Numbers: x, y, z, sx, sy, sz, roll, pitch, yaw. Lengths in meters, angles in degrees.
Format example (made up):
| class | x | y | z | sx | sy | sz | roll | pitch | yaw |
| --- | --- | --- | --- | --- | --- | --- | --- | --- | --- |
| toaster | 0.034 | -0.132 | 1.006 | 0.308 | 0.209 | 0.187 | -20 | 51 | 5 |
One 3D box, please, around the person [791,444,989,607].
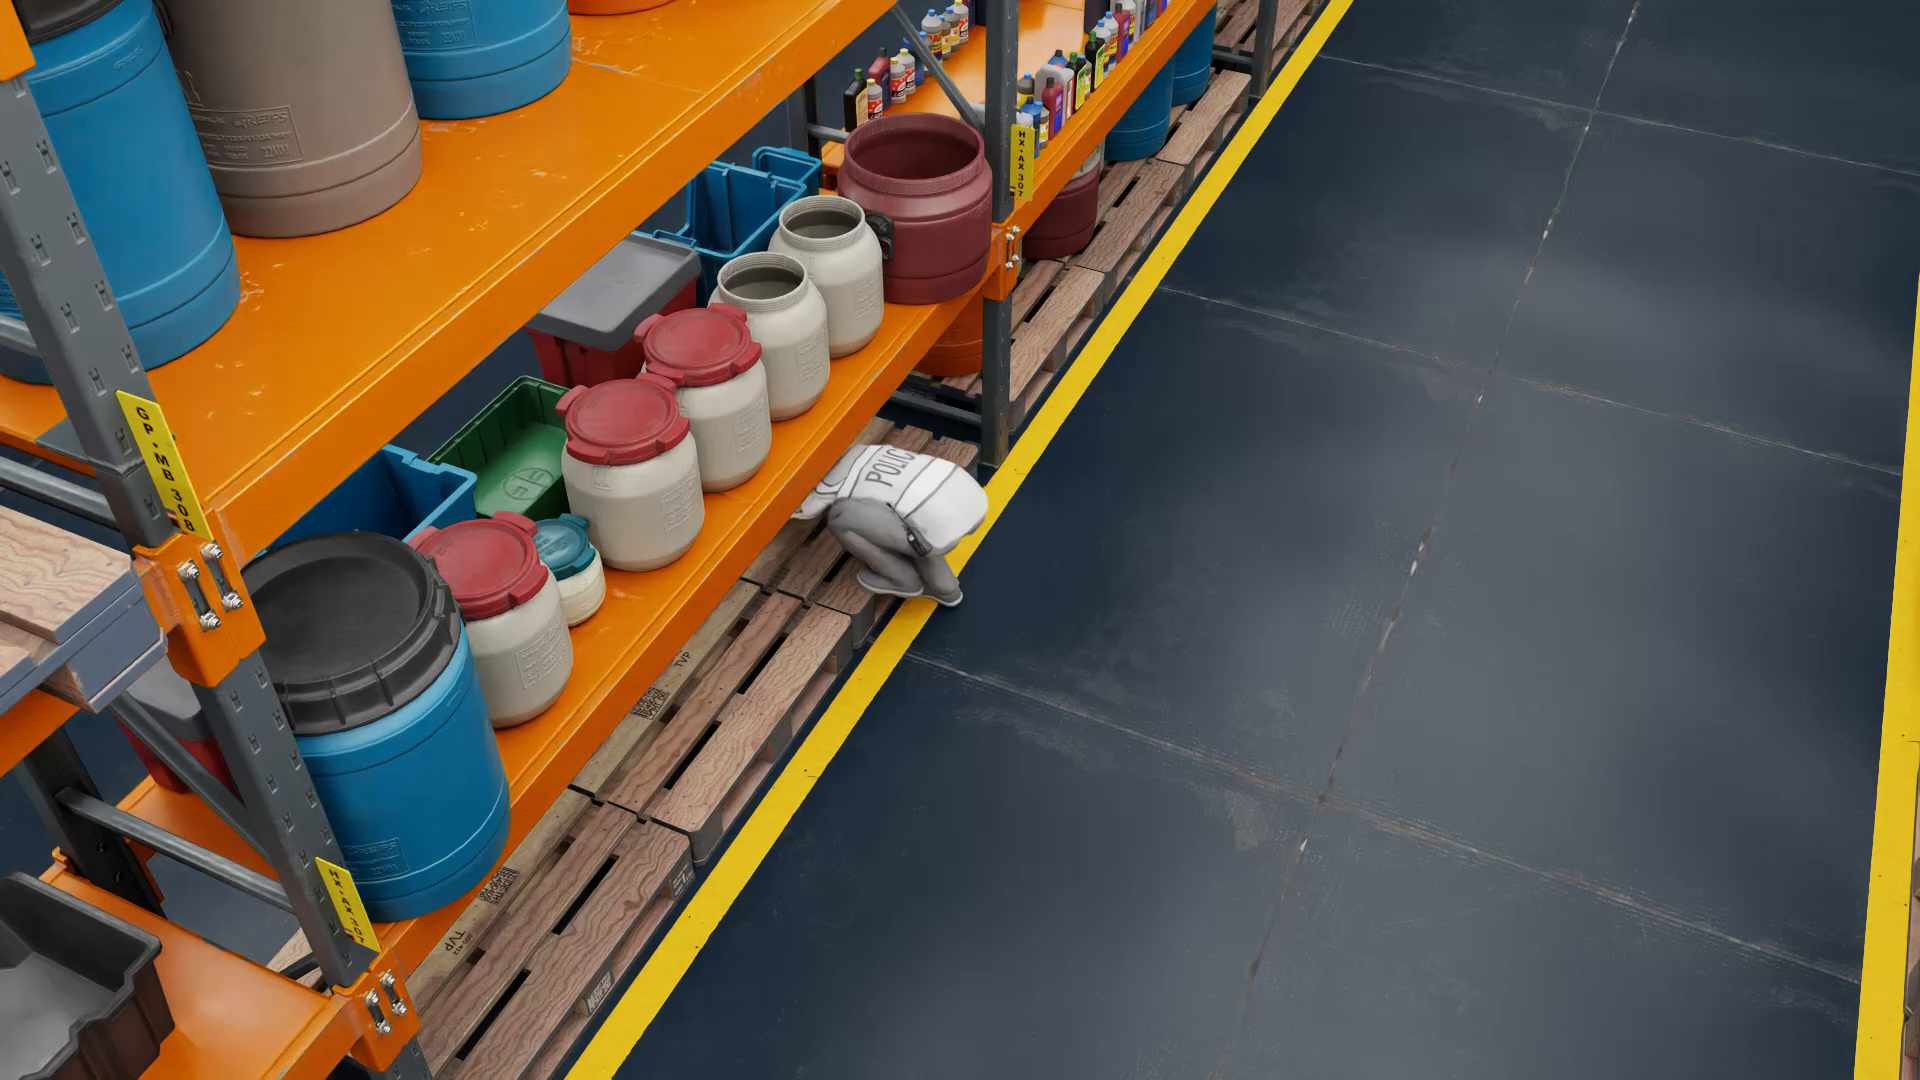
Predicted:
| class | x | y | z | sx | sy | sz | roll | pitch | yaw |
| --- | --- | --- | --- | --- | --- | --- | --- | --- | --- |
| person | -0.465 | -0.084 | 6.915 | 1.207 | 0.778 | 0.466 | 20 | 46 | 21 |
